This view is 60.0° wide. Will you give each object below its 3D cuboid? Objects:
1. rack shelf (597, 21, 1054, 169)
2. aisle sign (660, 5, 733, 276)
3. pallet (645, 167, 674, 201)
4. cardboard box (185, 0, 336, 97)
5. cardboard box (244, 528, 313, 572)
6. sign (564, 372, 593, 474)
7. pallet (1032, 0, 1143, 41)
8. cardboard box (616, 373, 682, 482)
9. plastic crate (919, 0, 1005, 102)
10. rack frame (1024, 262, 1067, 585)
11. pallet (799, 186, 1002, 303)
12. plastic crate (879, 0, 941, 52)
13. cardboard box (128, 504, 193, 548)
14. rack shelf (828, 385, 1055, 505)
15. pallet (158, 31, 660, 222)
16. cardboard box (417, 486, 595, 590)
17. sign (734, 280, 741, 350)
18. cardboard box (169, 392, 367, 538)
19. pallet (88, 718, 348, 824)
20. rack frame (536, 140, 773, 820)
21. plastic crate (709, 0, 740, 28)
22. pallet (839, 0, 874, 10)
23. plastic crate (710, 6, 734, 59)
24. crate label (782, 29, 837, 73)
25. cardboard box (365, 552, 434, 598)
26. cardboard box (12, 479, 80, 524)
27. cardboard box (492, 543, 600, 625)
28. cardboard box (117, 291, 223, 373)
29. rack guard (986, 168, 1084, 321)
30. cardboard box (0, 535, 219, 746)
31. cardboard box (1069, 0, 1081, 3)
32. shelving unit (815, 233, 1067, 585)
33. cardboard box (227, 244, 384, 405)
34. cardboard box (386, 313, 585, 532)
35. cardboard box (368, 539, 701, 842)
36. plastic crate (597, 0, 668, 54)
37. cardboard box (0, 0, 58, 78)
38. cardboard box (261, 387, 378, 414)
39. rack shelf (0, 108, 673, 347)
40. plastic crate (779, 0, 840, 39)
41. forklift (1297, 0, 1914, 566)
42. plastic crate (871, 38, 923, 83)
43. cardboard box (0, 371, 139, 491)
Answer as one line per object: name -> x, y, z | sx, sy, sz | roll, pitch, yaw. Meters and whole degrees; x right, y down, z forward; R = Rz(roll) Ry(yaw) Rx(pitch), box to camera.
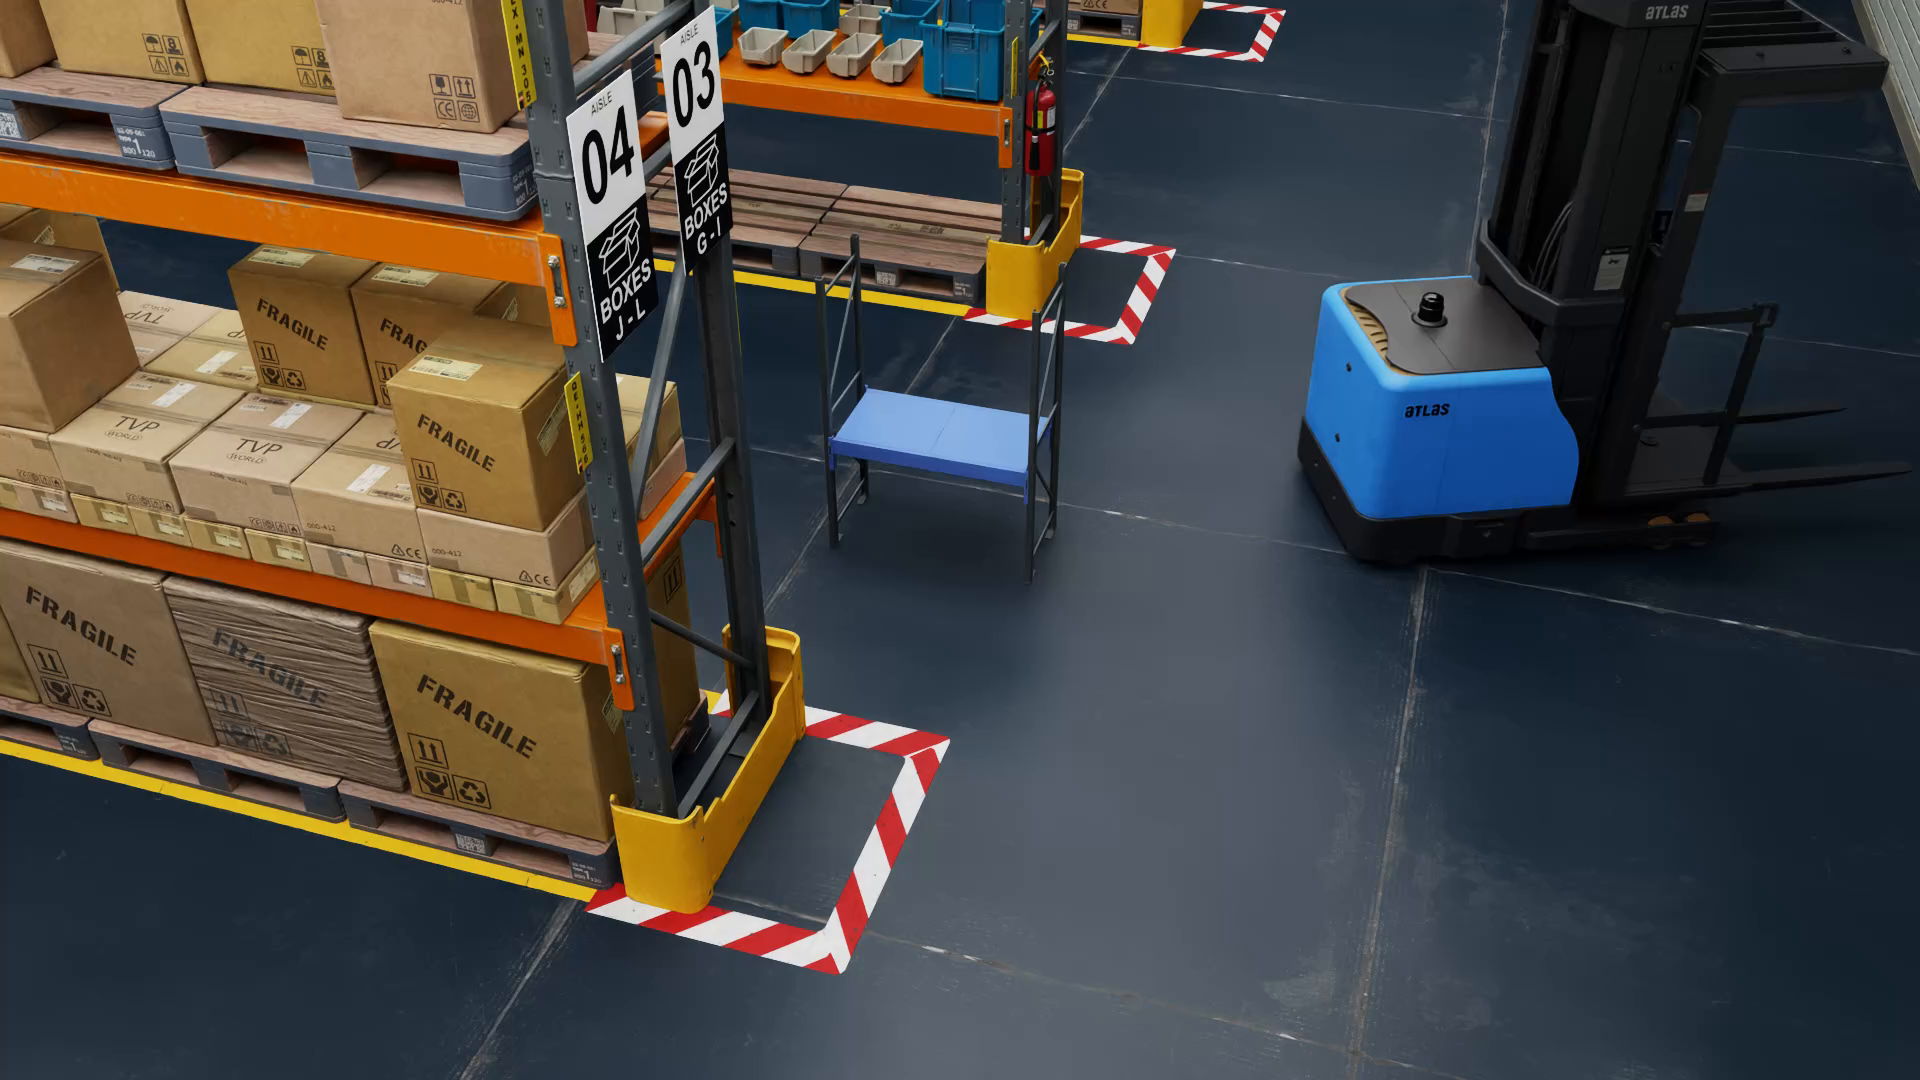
rack shelf -> -1.452, -2.976, 10.555 | 4.000, 0.370, 1.077 | 10, 38, 14
aisle sign -> -0.862, -1.314, 5.497 | 0.004, 0.787, 0.394 | 10, 38, 14
pallet -> -2.648, -2.388, 11.502 | 1.213, 0.211, 1.003 | 10, 38, 14
cardboard box -> -2.034, -1.797, 5.292 | 0.500, 0.500, 0.700 | 9, 37, 12
cardboard box -> -2.434, -0.065, 6.205 | 0.250, 0.149, 0.380 | 10, 37, 13
sign -> -1.195, -0.367, 5.227 | 0.005, 0.325, 0.100 | 10, 38, 14
pallet -> 1.103, -4.745, 14.704 | 1.213, 0.211, 1.003 | 10, 38, 14
cardboard box -> -1.398, -0.407, 6.333 | 0.500, 0.250, 0.500 | 10, 37, 13
plastic crate -> 0.081, -2.904, 9.770 | 0.499, 0.435, 0.616 | 10, 38, 14
rack frame -> 0.404, -0.529, 7.889 | 0.032, 1.500, 0.500 | 10, 38, 14
pallet -> -0.319, -1.957, 10.916 | 1.213, 0.211, 1.003 | 10, 38, 14
plastic crate -> -0.309, -3.215, 10.364 | 0.300, 0.233, 0.416 | 10, 38, 14
cardboard box -> -2.917, -0.156, 6.328 | 0.250, 0.149, 0.380 | 11, 38, 15
rack shelf -> -0.081, -0.474, 8.118 | 1.000, 0.185, 0.538 | 10, 38, 14
pallet -> -1.732, -1.407, 5.361 | 1.213, 0.211, 1.003 | 10, 38, 14
cardboard box -> -1.562, -0.105, 5.923 | 0.500, 0.250, 0.500 | 10, 38, 13
sign -> -0.849, -0.803, 6.199 | 0.005, 0.325, 0.100 | 10, 38, 14
cardboard box -> -2.532, -0.285, 6.167 | 0.500, 0.250, 0.500 | 9, 37, 12
pallet -> -2.968, 0.699, 7.307 | 1.213, 0.211, 1.003 | 10, 38, 14
rack frame -> -1.020, -0.110, 6.054 | 0.127, 3.000, 1.000 | 10, 38, 14
plastic crate -> -1.610, -3.400, 10.695 | 0.466, 0.136, 0.293 | 10, 38, 14
pallet -> -1.226, -5.176, 15.290 | 1.213, 0.211, 1.003 | 10, 38, 14
plastic crate -> -1.580, -3.087, 10.189 | 0.300, 0.233, 0.416 | 10, 38, 14
crate label -> -0.921, -2.967, 10.107 | 0.243, 0.136, 0.396 | 10, 38, 14
cardboard box -> -1.948, 0.024, 6.083 | 0.250, 0.149, 0.380 | 11, 38, 14
cardboard box -> -3.418, -0.246, 6.451 | 0.250, 0.149, 0.380 | 11, 38, 14
cardboard box -> -1.458, 0.115, 5.961 | 0.250, 0.149, 0.380 | 11, 38, 15
cardboard box -> -3.357, -0.767, 6.822 | 0.500, 0.250, 0.500 | 11, 38, 15
rack guard -> 0.483, -1.909, 10.607 | 0.348, 0.500, 1.175 | 10, 38, 14
cardboard box -> -3.373, 0.191, 7.084 | 0.875, 0.875, 0.875 | 10, 38, 14
cardboard box -> 0.985, -4.830, 14.485 | 0.250, 0.166, 0.380 | 10, 38, 14
shelving unit -> -0.081, -0.619, 8.011 | 1.048, 1.500, 0.538 | 10, 38, 14
cardboard box -> -2.372, -0.885, 6.351 | 0.500, 0.500, 0.500 | 10, 37, 13
cardboard box -> -1.564, -0.409, 5.703 | 0.500, 0.500, 0.500 | 11, 38, 14
cardboard box -> -1.655, 0.509, 6.651 | 0.875, 0.875, 0.875 | 10, 38, 14
plastic crate -> -1.959, -3.222, 10.331 | 0.530, 0.282, 0.437 | 10, 38, 14
cardboard box -> -3.105, -1.900, 5.433 | 0.500, 0.500, 0.700 | 12, 38, 16
cardboard box -> -2.375, -0.586, 6.576 | 0.500, 0.250, 0.500 | 9, 37, 12
rack shelf -> -2.929, -1.382, 5.858 | 4.000, 0.370, 1.077 | 10, 38, 14
plastic crate -> -0.938, -3.332, 10.522 | 0.300, 0.233, 0.416 | 10, 38, 14
forklift -> 3.369, -1.441, 7.920 | 3.031, 2.935, 1.130 | -5, 37, -6
plastic crate -> -0.376, -2.872, 9.978 | 0.243, 0.136, 0.396 | 10, 38, 14
cardboard box -> -3.499, -0.466, 6.413 | 0.500, 0.250, 0.500 | 11, 38, 15
